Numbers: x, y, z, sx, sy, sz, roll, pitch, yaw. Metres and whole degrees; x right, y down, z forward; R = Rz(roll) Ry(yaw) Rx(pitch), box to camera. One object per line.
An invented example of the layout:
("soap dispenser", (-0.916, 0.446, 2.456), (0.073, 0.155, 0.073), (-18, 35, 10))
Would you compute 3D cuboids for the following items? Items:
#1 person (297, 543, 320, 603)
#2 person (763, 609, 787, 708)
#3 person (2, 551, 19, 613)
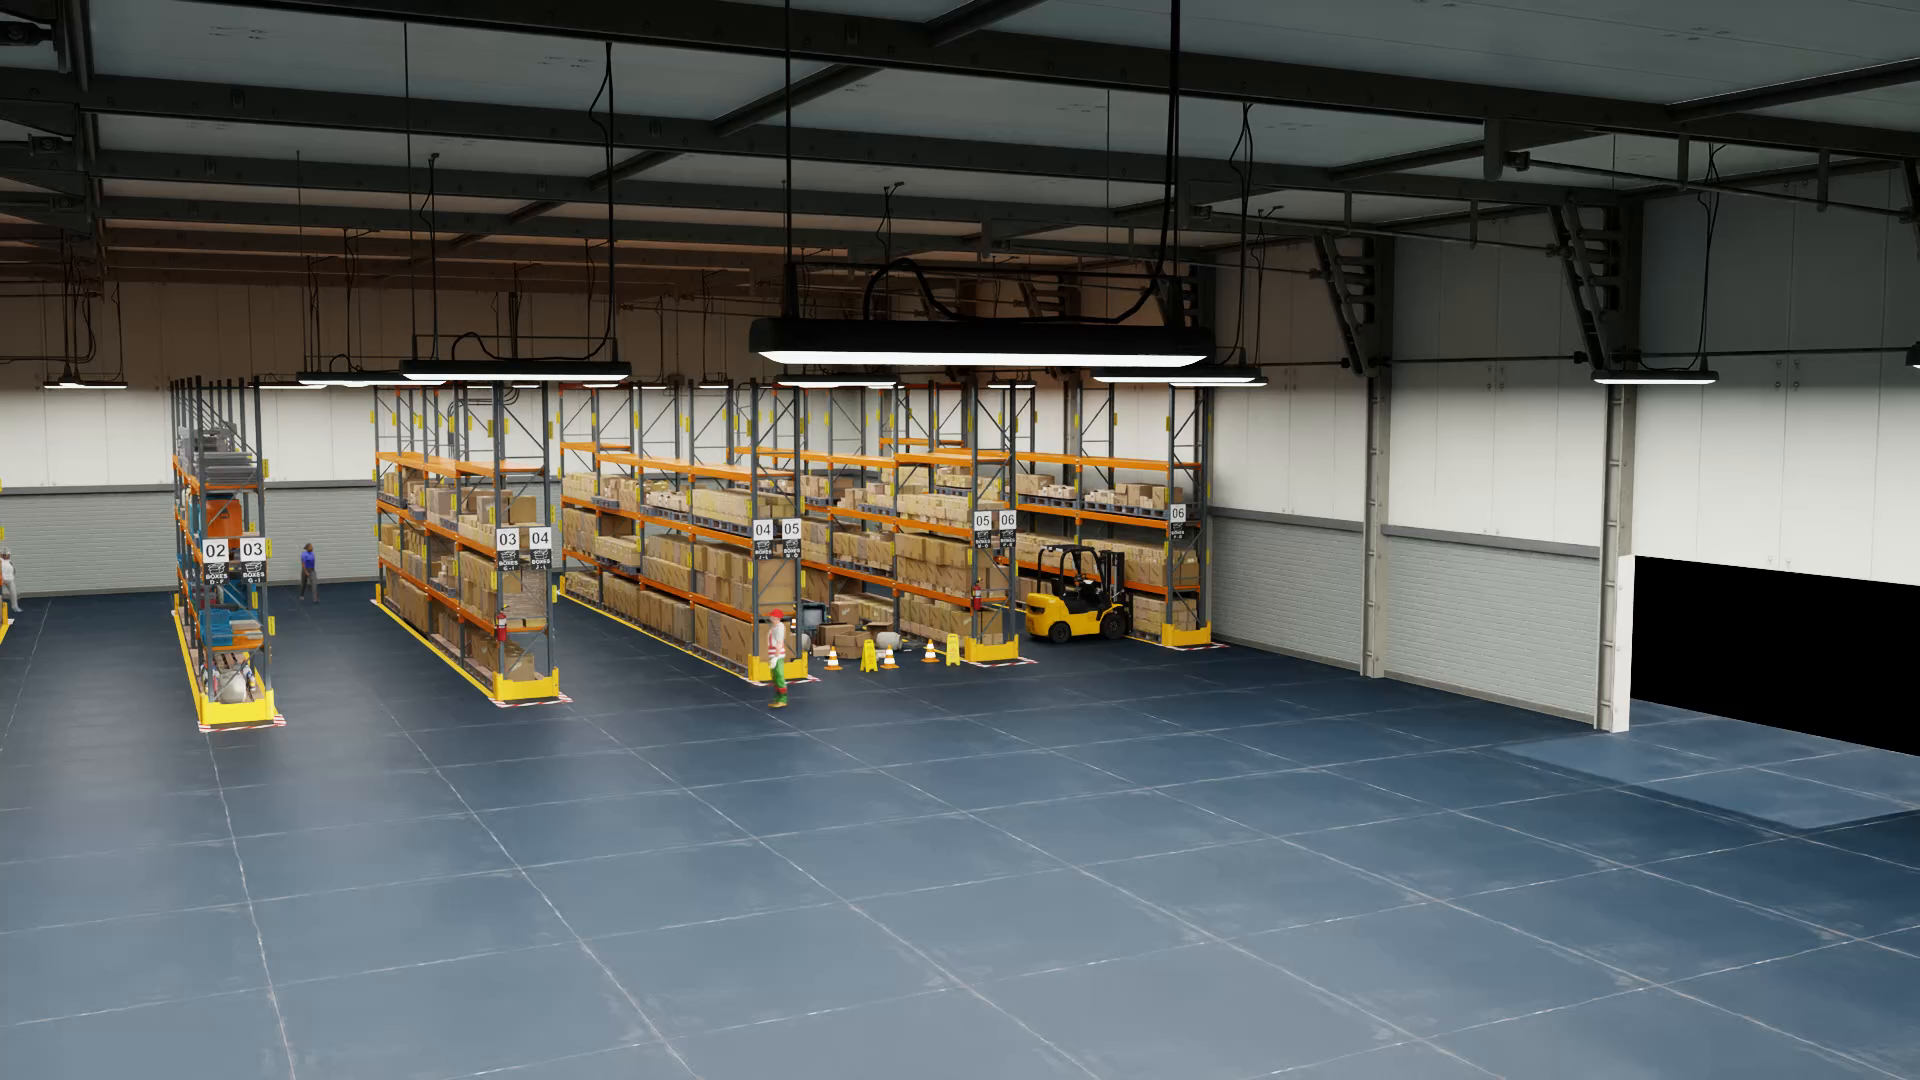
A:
("person", (-17.713, 0.886, 45.240), (0.415, 1.622, 0.951), (-5, 7, -44))
("person", (-3.348, 2.145, 30.214), (0.343, 1.807, 0.600), (-4, 6, -35))
("person", (-24.786, 1.080, 43.272), (0.786, 1.615, 0.510), (3, 6, 34))
